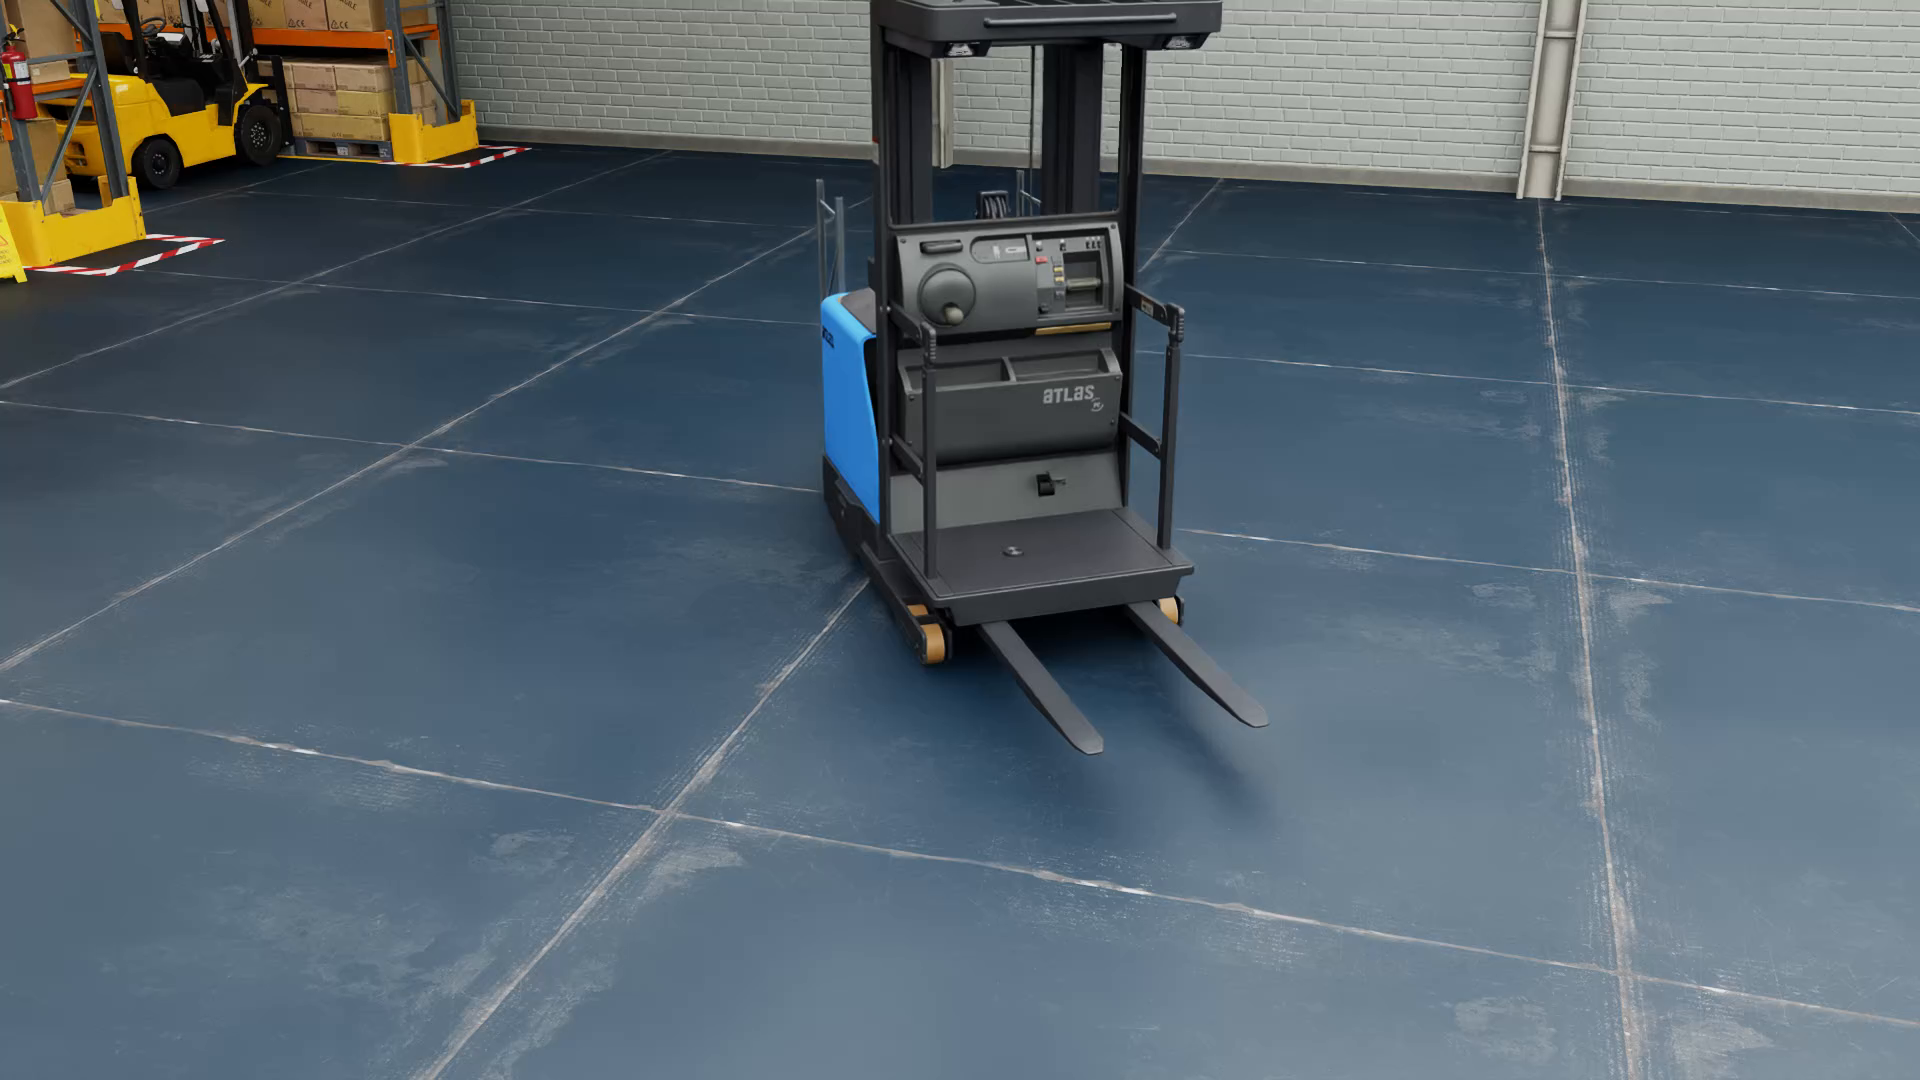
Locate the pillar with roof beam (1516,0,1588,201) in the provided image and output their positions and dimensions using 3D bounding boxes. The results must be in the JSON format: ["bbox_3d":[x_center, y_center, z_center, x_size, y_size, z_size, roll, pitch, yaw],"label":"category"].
[{"bbox_3d":[4.201,-5.835,10.137,0.400,9.000,9.100,7,23,16],"label":"pillar with roof beam"}]

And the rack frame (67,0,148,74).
[{"bbox_3d":[-9.467,-5.973,18.380,0.127,3.000,1.000,7,23,16],"label":"rack frame"}]

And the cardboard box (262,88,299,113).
[{"bbox_3d":[-7.171,-4.736,17.774,0.500,0.250,0.500,6,23,14],"label":"cardboard box"}]

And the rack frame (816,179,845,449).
[{"bbox_3d":[-0.621,-0.973,8.165,0.032,1.500,0.500,-6,23,-14],"label":"rack frame"}]

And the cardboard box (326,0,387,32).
[{"bbox_3d":[-6.185,-5.540,17.191,0.500,0.500,0.500,6,23,14],"label":"cardboard box"}]

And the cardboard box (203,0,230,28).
[{"bbox_3d":[-7.654,-5.707,17.599,0.500,0.500,0.500,7,23,16],"label":"cardboard box"}]

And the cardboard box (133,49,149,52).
[{"bbox_3d":[-8.940,-5.374,18.672,0.500,0.250,0.500,7,23,17],"label":"cardboard box"}]

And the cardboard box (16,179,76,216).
[{"bbox_3d":[-7.760,-2.842,13.816,0.500,0.250,0.500,6,23,15],"label":"cardboard box"}]

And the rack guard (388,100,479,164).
[{"bbox_3d":[-5.615,-4.376,17.779,0.348,0.500,1.175,7,23,16],"label":"rack guard"}]

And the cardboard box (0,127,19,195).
[{"bbox_3d":[-7.910,-2.993,13.196,0.500,0.500,0.500,7,23,16],"label":"cardboard box"}]

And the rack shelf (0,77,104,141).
[{"bbox_3d":[-8.983,-3.617,13.584,4.000,0.370,1.077,7,23,16],"label":"rack shelf"}]

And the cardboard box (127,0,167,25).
[{"bbox_3d":[-8.614,-5.825,17.886,0.500,0.500,0.500,7,23,16],"label":"cardboard box"}]

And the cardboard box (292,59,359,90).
[{"bbox_3d":[-6.659,-4.911,17.541,0.500,0.250,0.500,7,23,16],"label":"cardboard box"}]

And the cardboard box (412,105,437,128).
[{"bbox_3d":[-6.051,-4.582,18.057,0.500,0.250,0.500,7,23,16],"label":"cardboard box"}]

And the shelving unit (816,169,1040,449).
[{"bbox_3d":[-0.131,-1.025,8.291,1.048,1.500,0.538,-6,23,-14],"label":"shelving unit"}]

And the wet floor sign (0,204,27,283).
[{"bbox_3d":[-7.195,-2.232,12.361,0.232,0.644,0.267,16,27,34],"label":"wet floor sign"}]

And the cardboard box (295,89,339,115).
[{"bbox_3d":[-6.671,-4.687,17.655,0.500,0.250,0.500,6,23,15],"label":"cardboard box"}]

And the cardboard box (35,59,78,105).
[{"bbox_3d":[-9.970,-5.122,18.880,0.625,0.625,0.875,8,24,18],"label":"cardboard box"}]

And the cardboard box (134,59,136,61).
[{"bbox_3d":[-8.608,-5.131,18.079,0.500,0.250,0.500,7,23,16],"label":"cardboard box"}]

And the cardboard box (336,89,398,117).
[{"bbox_3d":[-6.194,-4.628,17.511,0.500,0.250,0.500,6,23,15],"label":"cardboard box"}]

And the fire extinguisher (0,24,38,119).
[{"bbox_3d":[-7.092,-3.515,12.489,0.183,0.674,0.296,7,23,16],"label":"fire extinguisher"}]

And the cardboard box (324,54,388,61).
[{"bbox_3d":[-6.523,-5.095,17.990,0.500,0.250,0.500,7,23,16],"label":"cardboard box"}]

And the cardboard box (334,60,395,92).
[{"bbox_3d":[-6.169,-4.857,17.410,0.500,0.250,0.500,7,23,17],"label":"cardboard box"}]

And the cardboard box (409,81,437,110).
[{"bbox_3d":[-6.028,-4.815,17.968,0.500,0.250,0.500,7,23,16],"label":"cardboard box"}]

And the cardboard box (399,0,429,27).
[{"bbox_3d":[-6.032,-5.736,17.670,0.500,0.500,0.500,7,23,17],"label":"cardboard box"}]

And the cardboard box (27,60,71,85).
[{"bbox_3d":[-7.333,-3.727,13.235,0.250,0.149,0.380,7,23,16],"label":"cardboard box"}]

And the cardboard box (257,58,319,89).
[{"bbox_3d":[-7.145,-4.962,17.667,0.500,0.250,0.500,7,23,16],"label":"cardboard box"}]

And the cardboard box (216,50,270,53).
[{"bbox_3d":[-7.970,-5.264,18.403,0.500,0.250,0.500,7,23,16],"label":"cardboard box"}]

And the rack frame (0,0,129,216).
[{"bbox_3d":[-7.068,-3.731,12.913,0.127,3.000,1.000,7,23,16],"label":"rack frame"}]

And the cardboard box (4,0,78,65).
[{"bbox_3d":[-7.441,-4.068,13.210,0.500,0.500,0.500,6,23,15],"label":"cardboard box"}]

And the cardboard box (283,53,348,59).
[{"bbox_3d":[-6.998,-5.153,18.133,0.500,0.250,0.500,6,23,15],"label":"cardboard box"}]

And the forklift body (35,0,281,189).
[{"bbox_3d":[-7.980,-4.687,16.363,1.214,2.155,2.313,7,23,16],"label":"forklift body"}]

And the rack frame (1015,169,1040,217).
[{"bbox_3d":[0.358,-1.077,8.418,0.032,1.500,0.500,-6,23,-14],"label":"rack frame"}]

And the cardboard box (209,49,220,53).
[{"bbox_3d":[-8.451,-5.324,18.550,0.500,0.250,0.500,6,23,15],"label":"cardboard box"}]

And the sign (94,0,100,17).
[{"bbox_3d":[-6.911,-4.329,13.230,0.005,0.325,0.100,7,23,16],"label":"sign"}]

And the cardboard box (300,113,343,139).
[{"bbox_3d":[-6.652,-4.452,17.740,0.500,0.250,0.500,7,23,15],"label":"cardboard box"}]

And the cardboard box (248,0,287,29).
[{"bbox_3d":[-7.169,-5.656,17.474,0.500,0.500,0.500,6,23,14],"label":"cardboard box"}]

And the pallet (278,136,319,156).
[{"bbox_3d":[-7.546,-4.448,18.335,1.213,0.211,1.003,7,23,15],"label":"pallet"}]

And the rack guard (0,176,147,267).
[{"bbox_3d":[-7.141,-2.583,13.408,0.348,0.500,1.175,7,23,16],"label":"rack guard"}]

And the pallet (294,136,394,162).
[{"bbox_3d":[-6.382,-4.313,18.007,1.213,0.211,1.003,7,23,16],"label":"pallet"}]

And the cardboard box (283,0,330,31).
[{"bbox_3d":[-6.679,-5.600,17.338,0.500,0.500,0.500,7,23,17],"label":"cardboard box"}]

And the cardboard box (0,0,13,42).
[{"bbox_3d":[-7.667,-3.874,12.739,0.500,0.500,0.500,6,23,15],"label":"cardboard box"}]

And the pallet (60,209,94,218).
[{"bbox_3d":[-7.908,-2.551,13.711,1.213,0.211,1.003,7,23,16],"label":"pallet"}]

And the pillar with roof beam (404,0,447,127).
[{"bbox_3d":[-7.288,-7.150,13.344,0.400,9.000,9.100,7,23,16],"label":"pillar with roof beam"}]

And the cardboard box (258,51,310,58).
[{"bbox_3d":[-7.487,-5.212,18.276,0.500,0.250,0.500,6,23,14],"label":"cardboard box"}]

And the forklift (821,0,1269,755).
[{"bbox_3d":[0.274,-1.032,6.423,1.130,2.935,3.031,-7,23,-16],"label":"forklift"}]

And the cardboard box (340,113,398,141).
[{"bbox_3d":[-6.179,-4.394,17.599,0.500,0.250,0.500,7,23,16],"label":"cardboard box"}]

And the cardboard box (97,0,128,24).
[{"bbox_3d":[-9.118,-5.876,18.011,0.500,0.500,0.500,6,23,14],"label":"cardboard box"}]

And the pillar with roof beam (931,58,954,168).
[{"bbox_3d":[-1.543,-6.492,11.740,0.400,9.000,9.100,7,23,16],"label":"pillar with roof beam"}]

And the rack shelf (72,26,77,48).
[{"bbox_3d":[-11.382,-5.860,19.051,4.000,0.370,1.077,7,23,16],"label":"rack shelf"}]

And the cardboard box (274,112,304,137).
[{"bbox_3d":[-7.129,-4.510,17.882,0.500,0.250,0.500,7,23,16],"label":"cardboard box"}]

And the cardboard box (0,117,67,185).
[{"bbox_3d":[-7.783,-3.191,13.679,0.500,0.500,0.500,6,23,14],"label":"cardboard box"}]

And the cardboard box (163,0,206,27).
[{"bbox_3d":[-8.129,-5.770,17.752,0.500,0.500,0.500,6,23,15],"label":"cardboard box"}]

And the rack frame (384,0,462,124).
[{"bbox_3d":[-5.638,-5.535,17.311,0.127,3.000,1.000,7,23,16],"label":"rack frame"}]

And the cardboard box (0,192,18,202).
[{"bbox_3d":[-7.943,-2.647,13.339,0.500,0.250,0.500,6,23,15],"label":"cardboard box"}]

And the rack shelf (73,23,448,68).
[{"bbox_3d":[-7.552,-5.421,17.982,4.000,0.370,1.077,7,23,16],"label":"rack shelf"}]

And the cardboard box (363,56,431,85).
[{"bbox_3d":[-6.043,-5.041,17.859,0.500,0.250,0.500,6,23,15],"label":"cardboard box"}]
